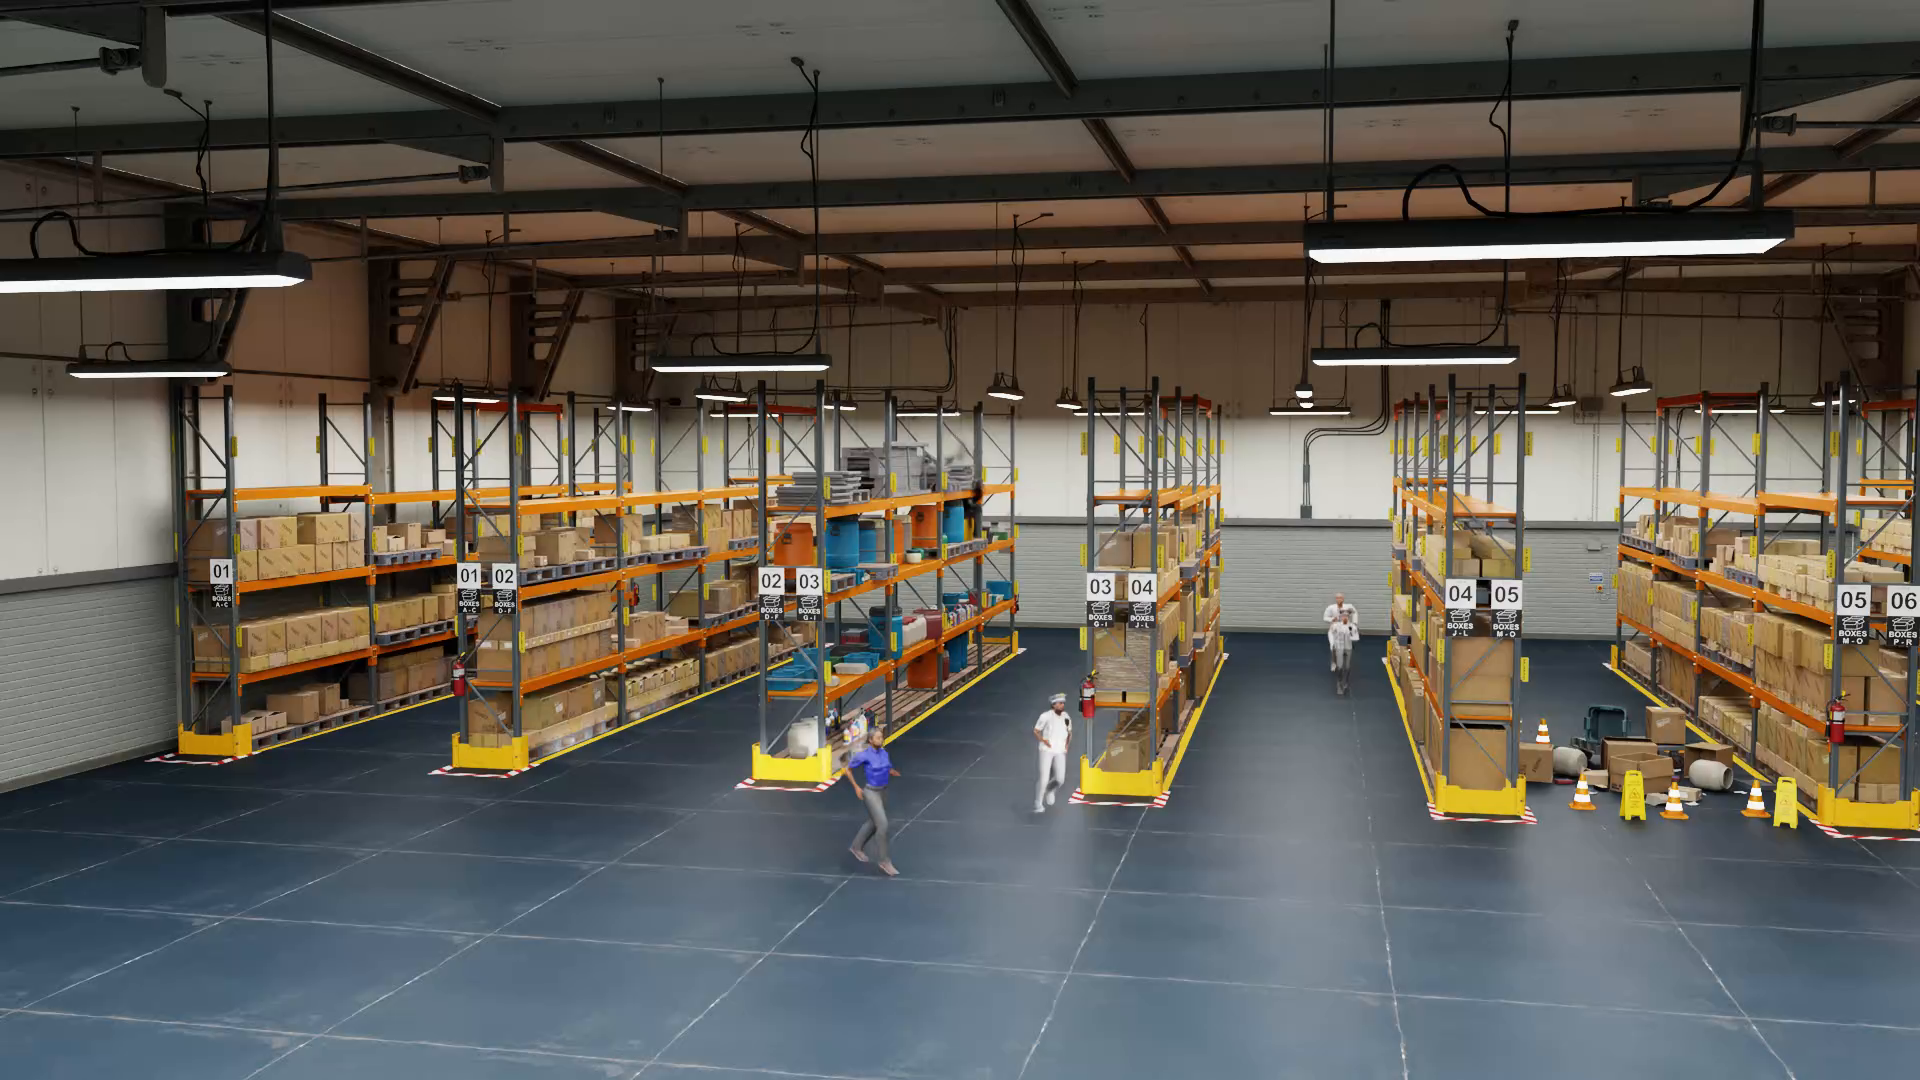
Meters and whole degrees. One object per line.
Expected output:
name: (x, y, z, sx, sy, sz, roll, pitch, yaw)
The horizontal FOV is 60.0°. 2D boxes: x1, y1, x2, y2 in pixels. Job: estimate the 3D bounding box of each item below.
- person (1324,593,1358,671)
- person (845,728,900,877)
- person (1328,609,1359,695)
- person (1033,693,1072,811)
person: (8.350, 2.169, 36.498, 0.727, 1.643, 0.991, 1, 3, 14)
person: (-1.019, 3.066, 19.640, 0.825, 1.703, 0.554, 2, 4, 33)
person: (7.802, 2.273, 33.768, 0.577, 1.747, 0.724, 0, 3, 6)
person: (1.302, 2.913, 22.926, 0.567, 1.623, 0.520, -1, 3, -13)
